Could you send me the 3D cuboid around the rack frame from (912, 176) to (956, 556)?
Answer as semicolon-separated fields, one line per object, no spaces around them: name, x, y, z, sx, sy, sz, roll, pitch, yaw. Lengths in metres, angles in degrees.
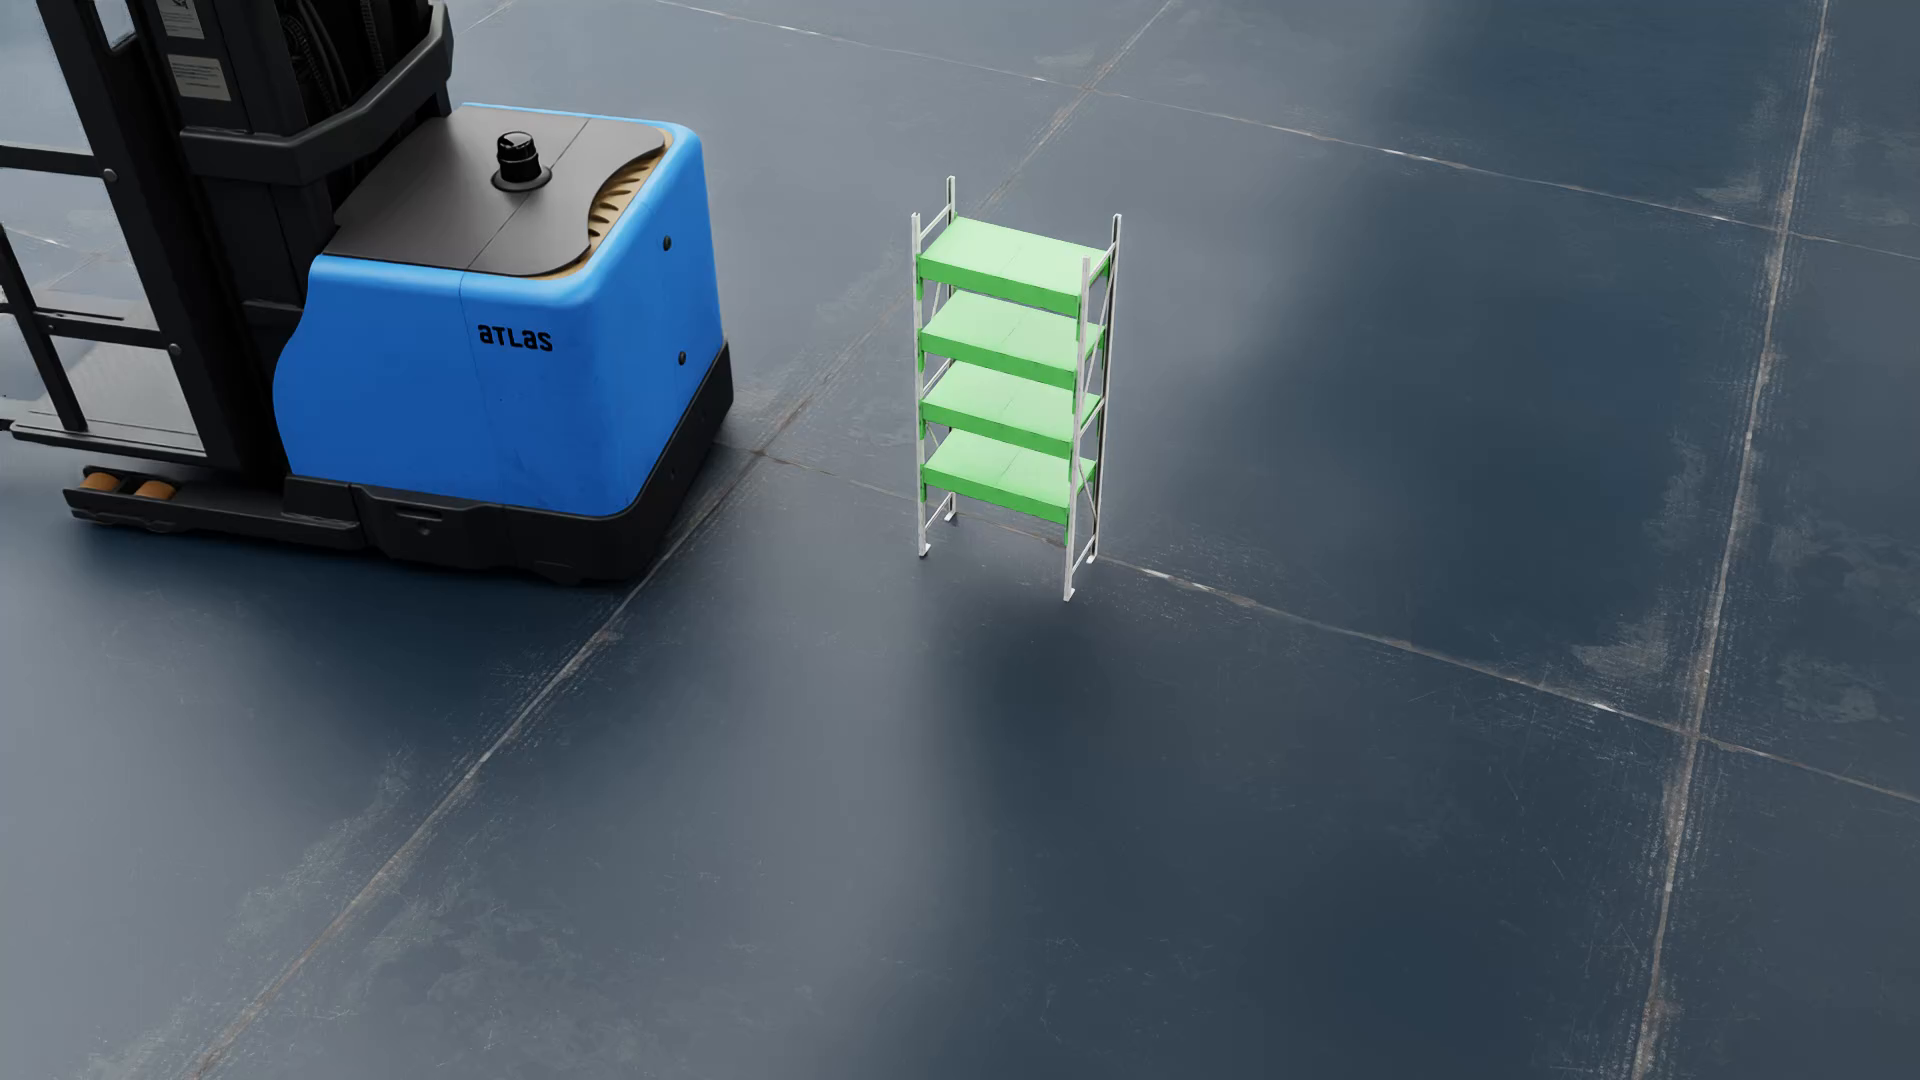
rack frame;-0.071;-0.475;4.882;0.015;1.200;0.240;17;44;19

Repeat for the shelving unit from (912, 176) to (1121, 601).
shelving unit;0.150;-0.408;4.804;0.503;1.200;0.258;17;44;19

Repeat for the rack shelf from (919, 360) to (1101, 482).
rack shelf;0.150;-0.359;4.846;0.480;0.148;0.258;17;44;19

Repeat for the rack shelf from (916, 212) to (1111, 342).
rack shelf;0.150;-0.722;4.532;0.480;0.148;0.258;17;44;19

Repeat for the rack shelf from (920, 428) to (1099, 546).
rack shelf;0.150;-0.178;5.003;0.480;0.148;0.258;17;44;19

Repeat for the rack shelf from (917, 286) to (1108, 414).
rack shelf;0.150;-0.541;4.689;0.480;0.148;0.258;17;44;19

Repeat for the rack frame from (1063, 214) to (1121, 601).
rack frame;0.371;-0.340;4.726;0.015;1.200;0.240;17;44;19

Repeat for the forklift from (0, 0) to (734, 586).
forklift;-2.345;-1.459;4.695;3.031;2.935;1.130;8;42;9
